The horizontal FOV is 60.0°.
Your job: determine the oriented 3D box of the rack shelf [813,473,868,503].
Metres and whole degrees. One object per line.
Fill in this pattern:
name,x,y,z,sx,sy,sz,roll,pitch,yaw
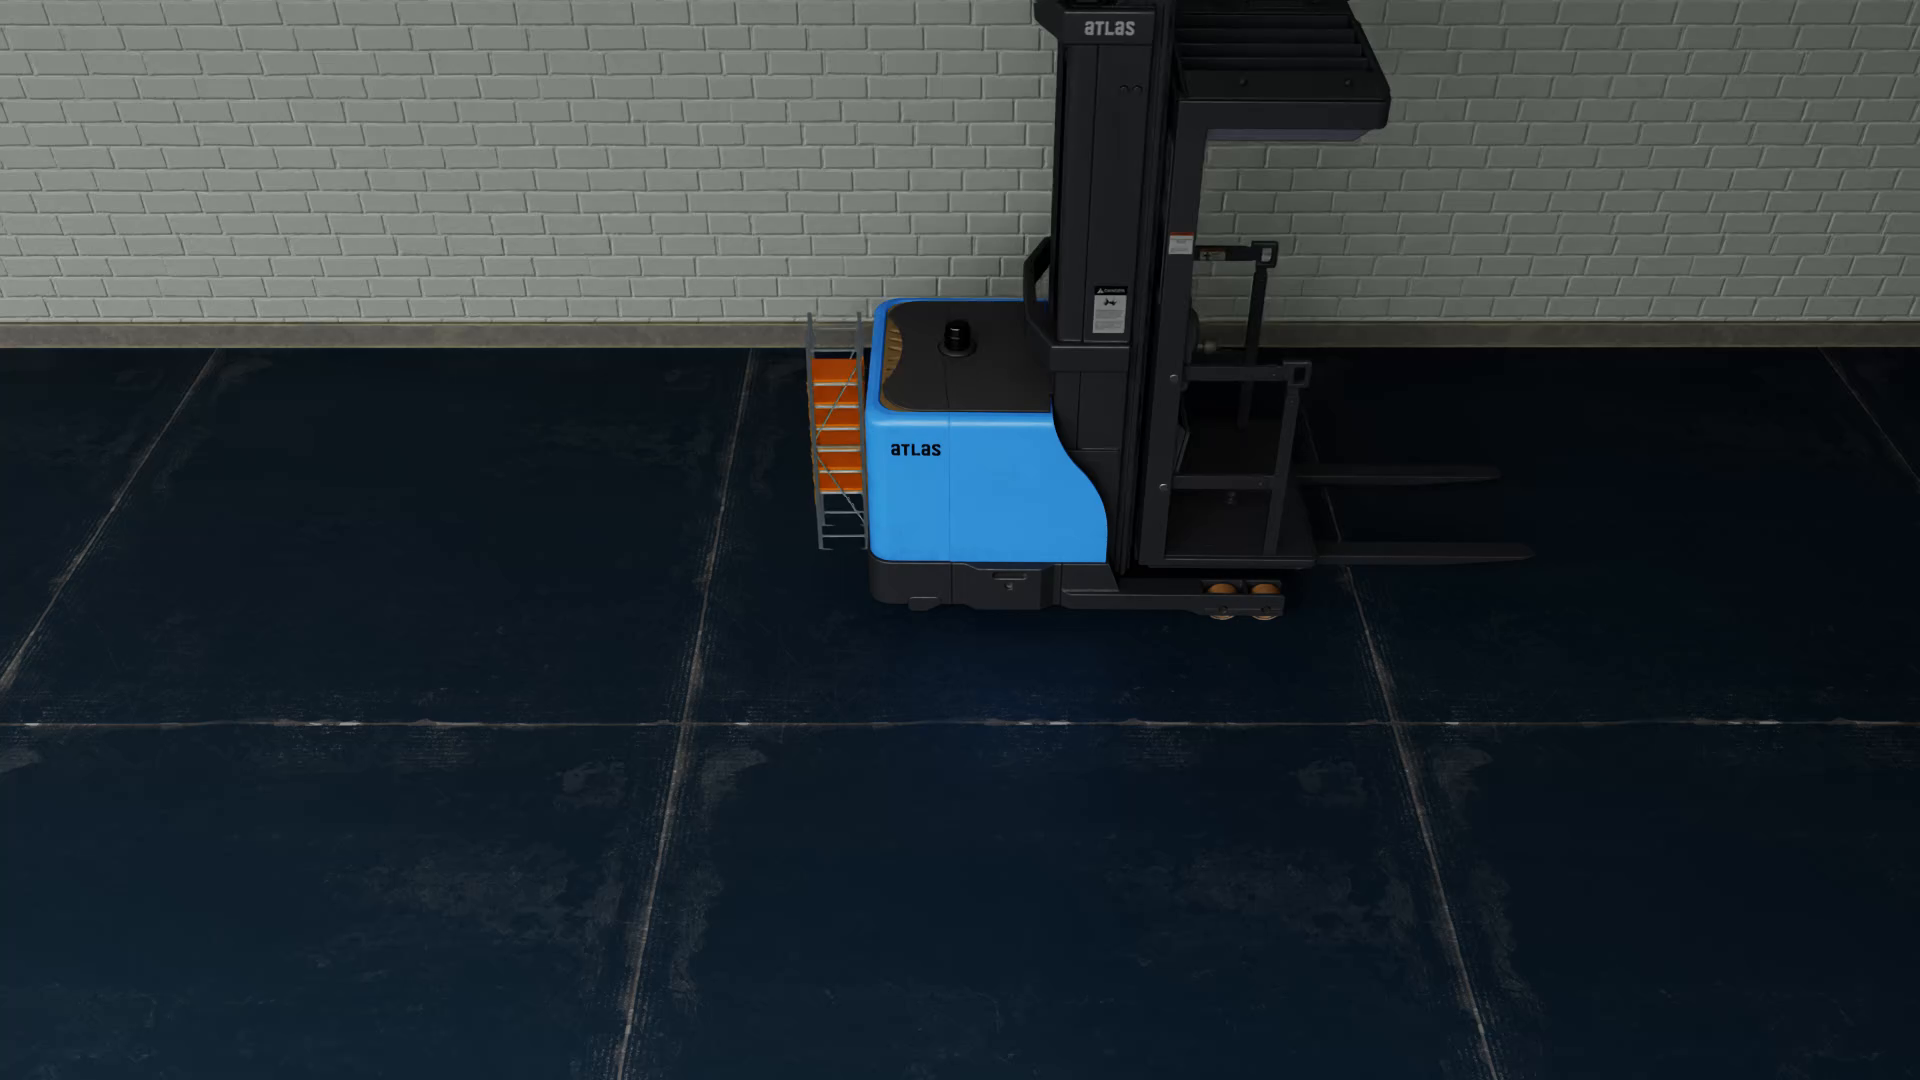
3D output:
rack shelf,-0.553,-0.259,7.814,0.258,0.103,0.180,0,39,-1

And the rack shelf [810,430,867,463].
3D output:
rack shelf,-0.553,-0.446,7.664,0.258,0.103,0.180,0,39,-1

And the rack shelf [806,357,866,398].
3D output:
rack shelf,-0.553,-0.727,7.439,0.258,0.103,0.180,0,39,-1

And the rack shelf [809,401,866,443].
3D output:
rack shelf,-0.553,-0.540,7.589,0.258,0.103,0.180,0,39,-1

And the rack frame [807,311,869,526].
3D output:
rack frame,-0.554,-0.538,7.707,0.240,1.200,0.006,0,39,-1

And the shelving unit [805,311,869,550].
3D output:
shelving unit,-0.553,-0.481,7.636,0.258,1.200,0.189,0,39,-1

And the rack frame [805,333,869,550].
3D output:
rack frame,-0.552,-0.424,7.565,0.240,1.200,0.006,0,39,-1

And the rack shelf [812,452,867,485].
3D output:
rack shelf,-0.553,-0.352,7.739,0.258,0.103,0.180,0,39,-1

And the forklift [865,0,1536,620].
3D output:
forklift,1.105,-1.117,7.046,3.031,2.935,1.130,0,39,0

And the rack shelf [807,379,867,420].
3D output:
rack shelf,-0.553,-0.633,7.514,0.258,0.103,0.180,0,39,-1
